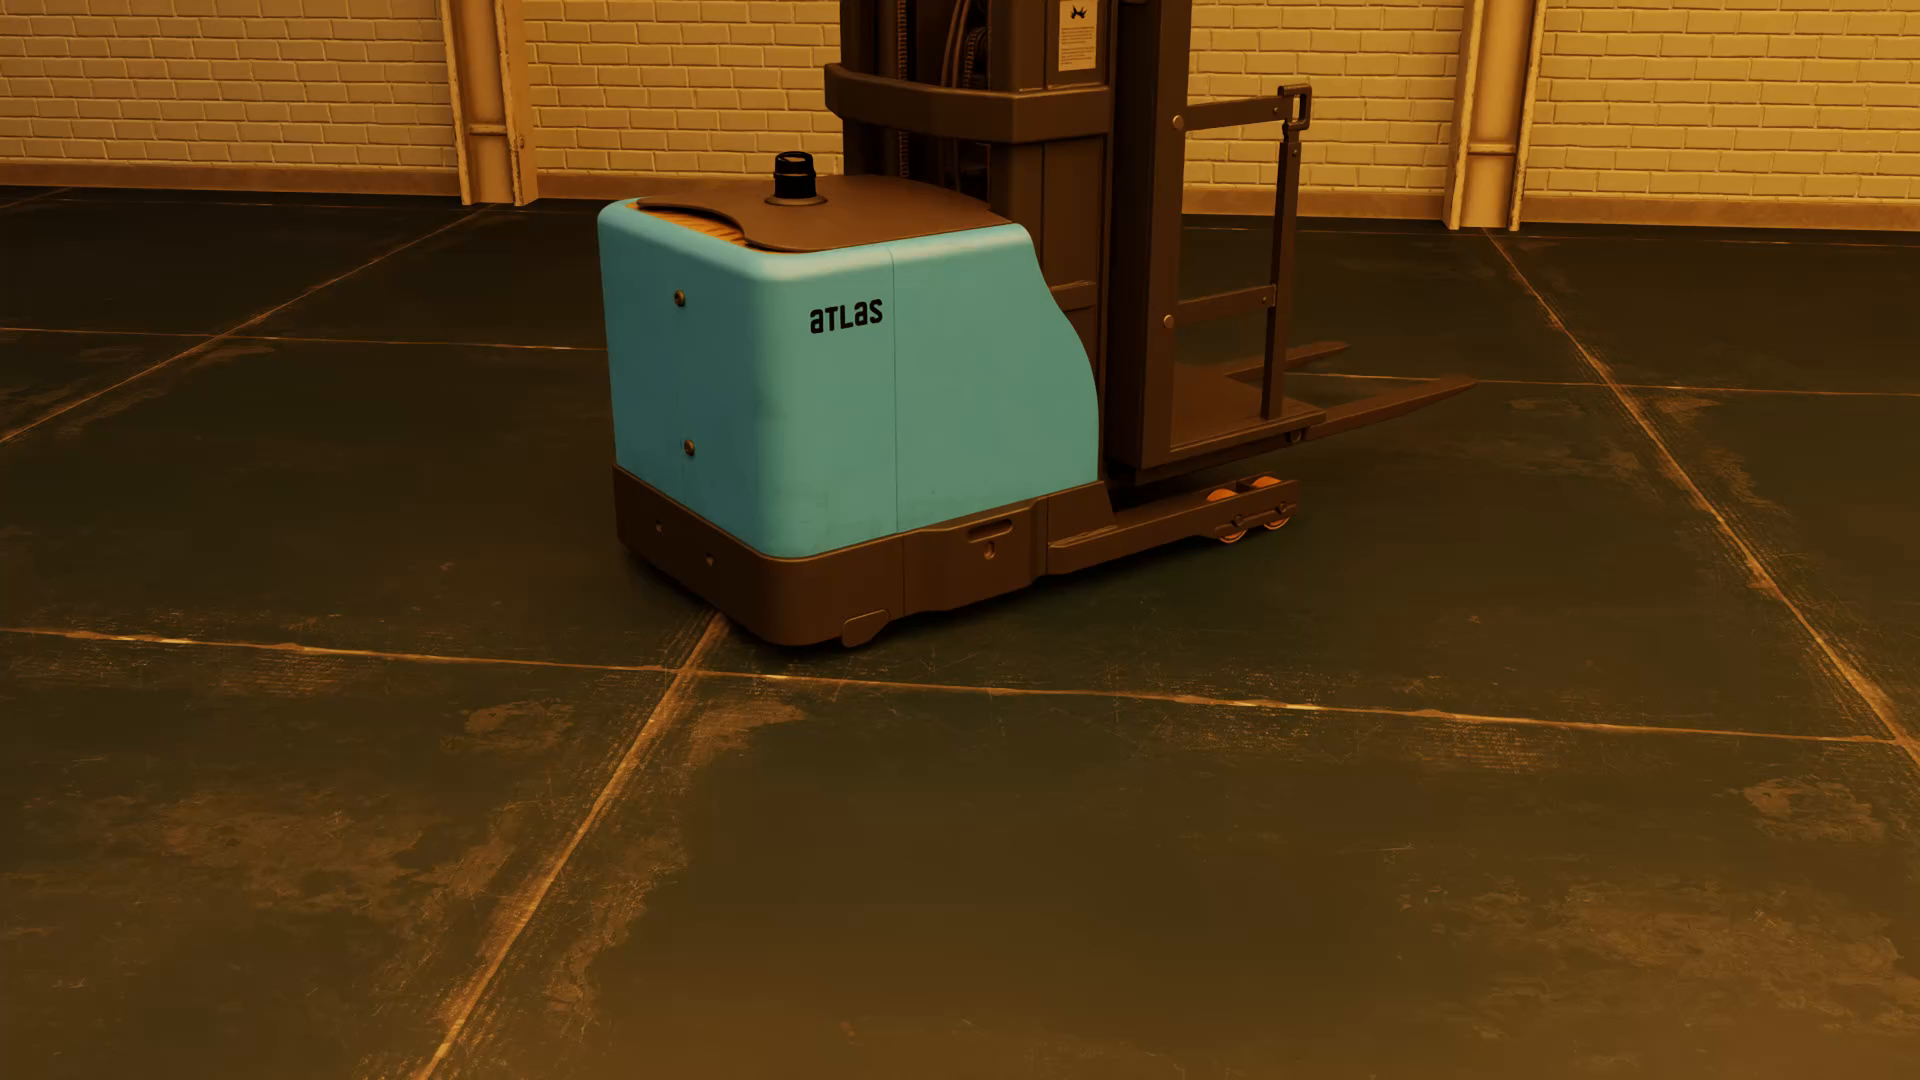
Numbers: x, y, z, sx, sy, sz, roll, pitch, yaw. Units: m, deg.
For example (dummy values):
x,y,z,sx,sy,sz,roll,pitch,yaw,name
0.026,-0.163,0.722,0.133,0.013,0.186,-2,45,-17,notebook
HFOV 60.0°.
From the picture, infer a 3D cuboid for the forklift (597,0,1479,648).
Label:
x,y,z,sx,sy,sz,roll,pitch,yaw,name
0.458,-1.494,4.962,3.031,2.935,1.130,-15,27,-33,forklift
